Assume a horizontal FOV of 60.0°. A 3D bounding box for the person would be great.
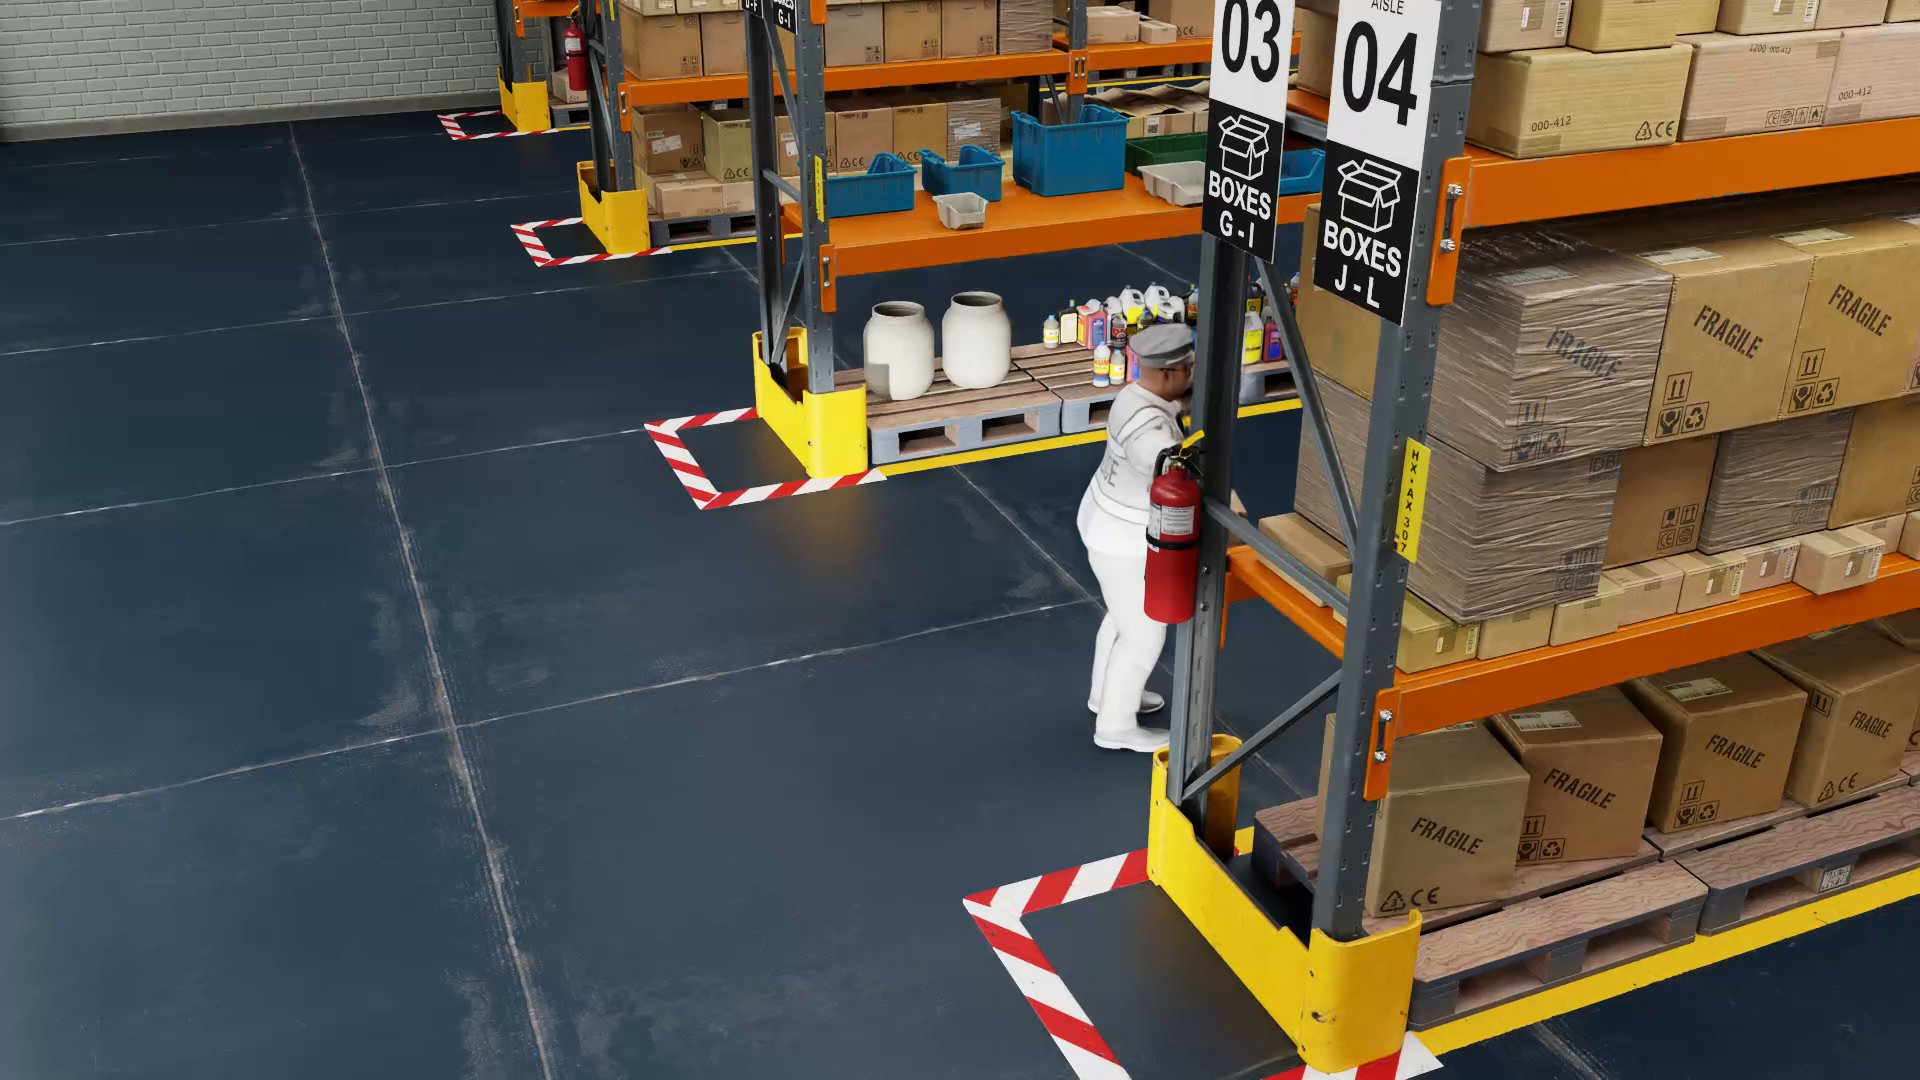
[{"bbox_3d":[0.767,-0.010,6.633,0.593,1.754,0.485,-1,26,-3],"label":"person"}]
